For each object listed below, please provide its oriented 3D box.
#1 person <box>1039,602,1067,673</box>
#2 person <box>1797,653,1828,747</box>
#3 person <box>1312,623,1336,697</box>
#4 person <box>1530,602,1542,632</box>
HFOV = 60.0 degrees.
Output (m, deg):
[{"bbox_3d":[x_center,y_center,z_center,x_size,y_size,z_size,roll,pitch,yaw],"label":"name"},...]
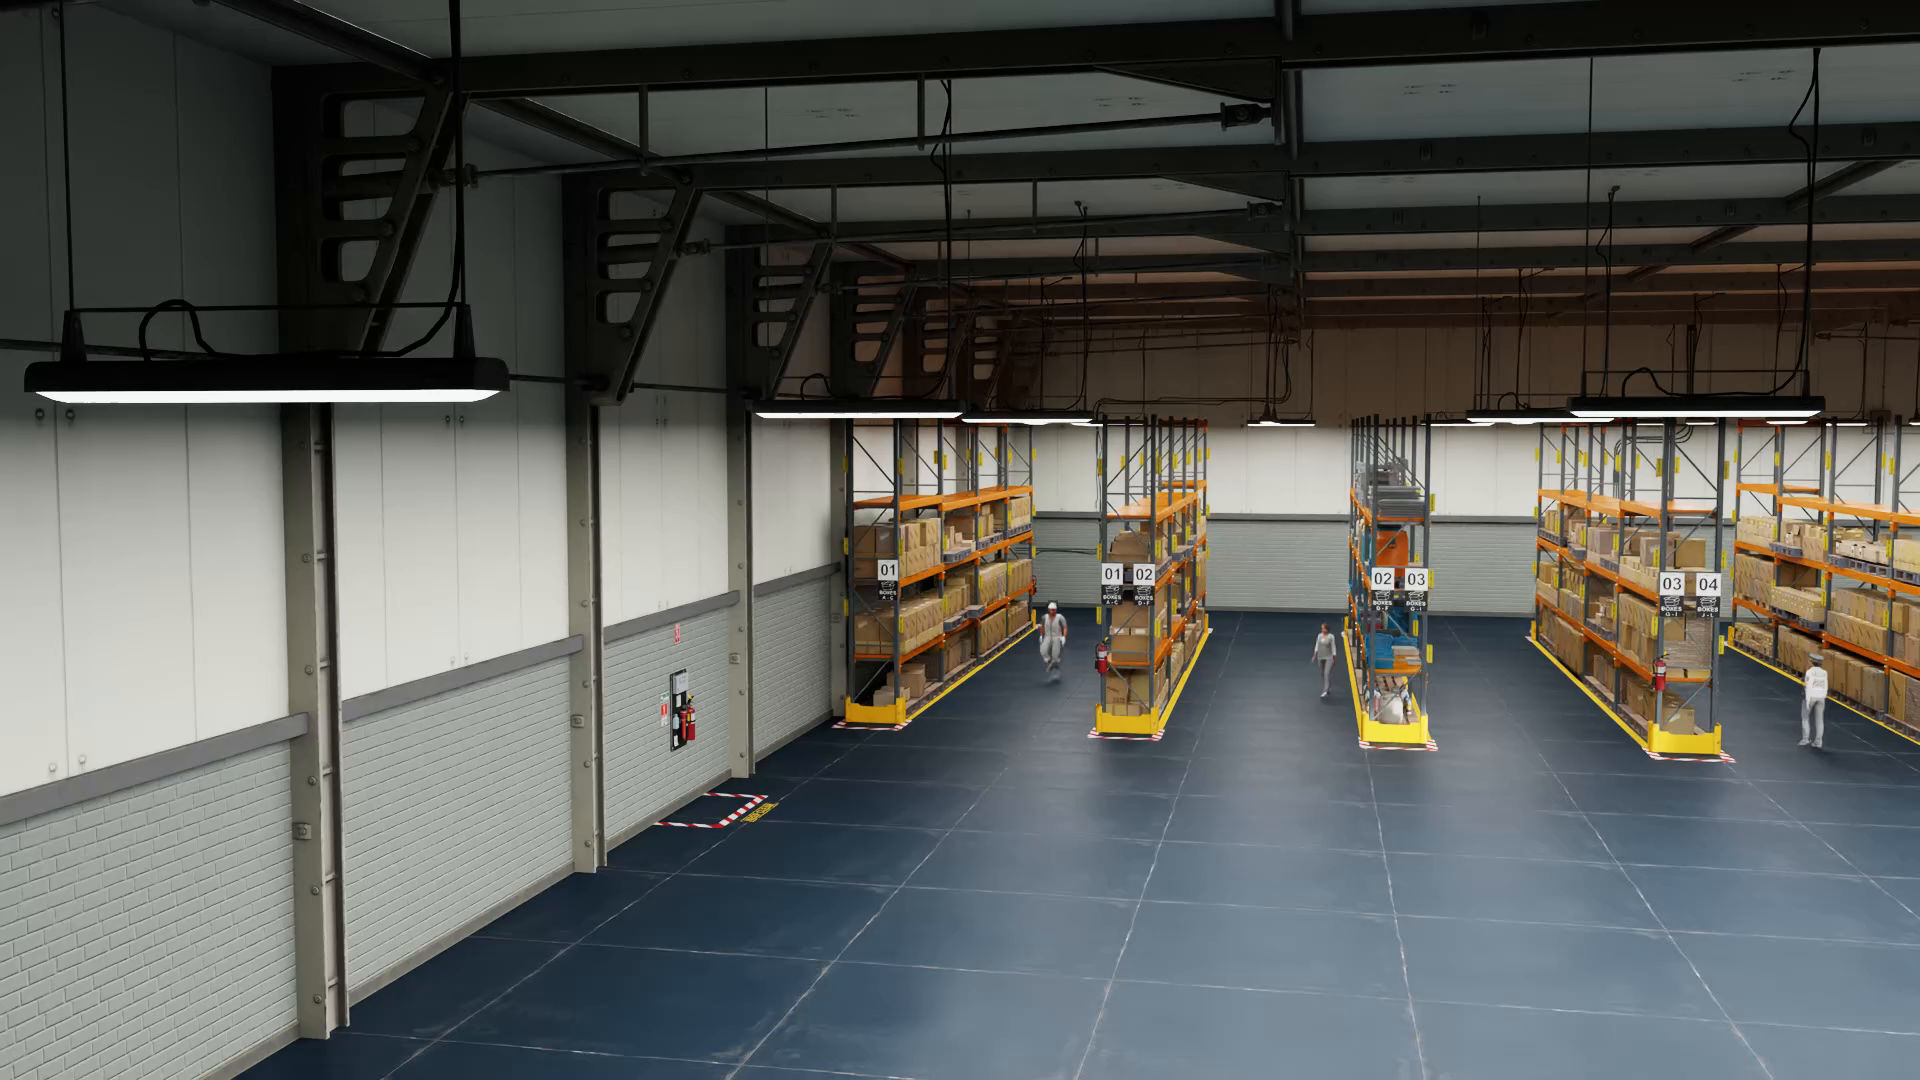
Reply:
[{"bbox_3d":[2.094,2.210,37.736,0.685,1.599,0.626,1,4,17],"label":"person"},{"bbox_3d":[15.423,2.919,29.958,0.467,1.728,0.573,0,4,6],"label":"person"},{"bbox_3d":[7.847,2.554,35.690,0.426,1.572,0.761,4,5,44],"label":"person"},{"bbox_3d":[16.316,1.820,46.132,0.946,1.627,0.465,2,4,24],"label":"person"}]
